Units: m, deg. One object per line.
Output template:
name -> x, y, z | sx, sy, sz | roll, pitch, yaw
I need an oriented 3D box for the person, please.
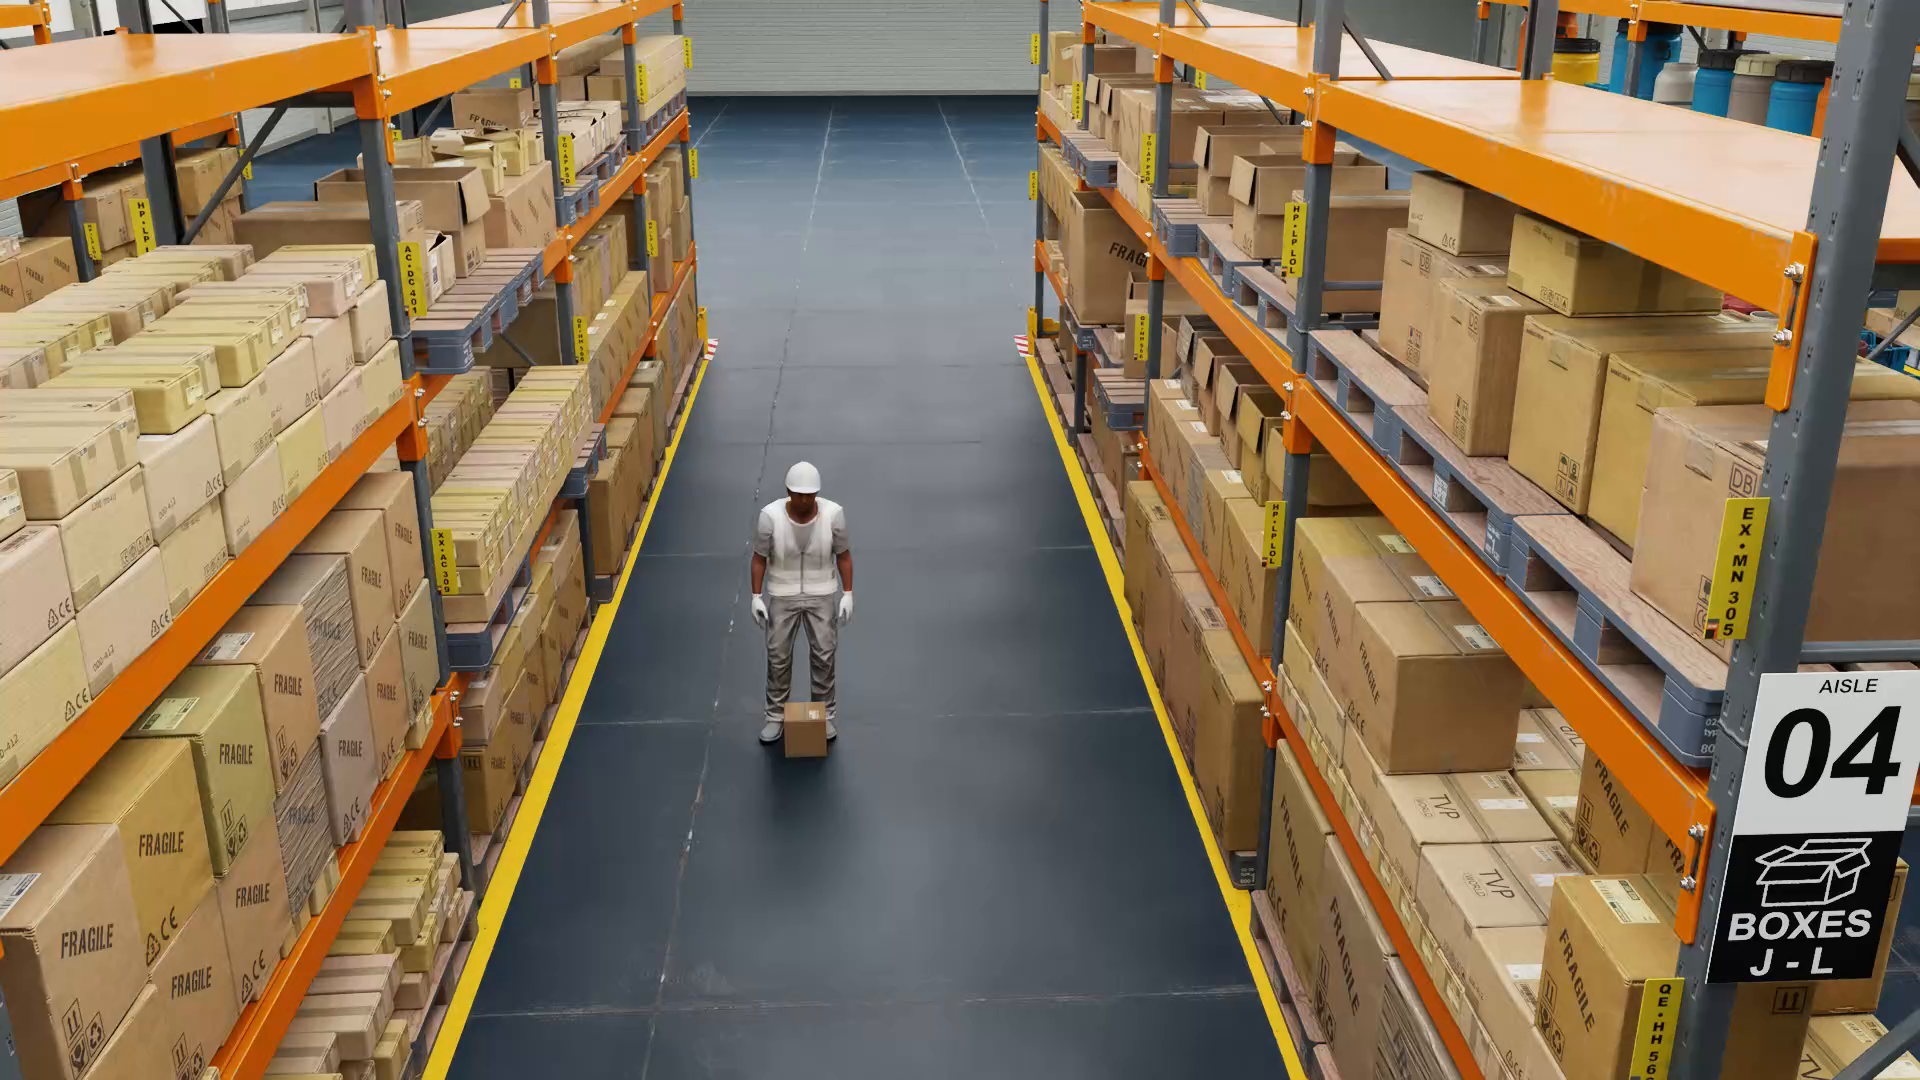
person -> -0.954, 0.361, 10.079 | 0.625, 1.773, 0.452 | -2, 20, -6
